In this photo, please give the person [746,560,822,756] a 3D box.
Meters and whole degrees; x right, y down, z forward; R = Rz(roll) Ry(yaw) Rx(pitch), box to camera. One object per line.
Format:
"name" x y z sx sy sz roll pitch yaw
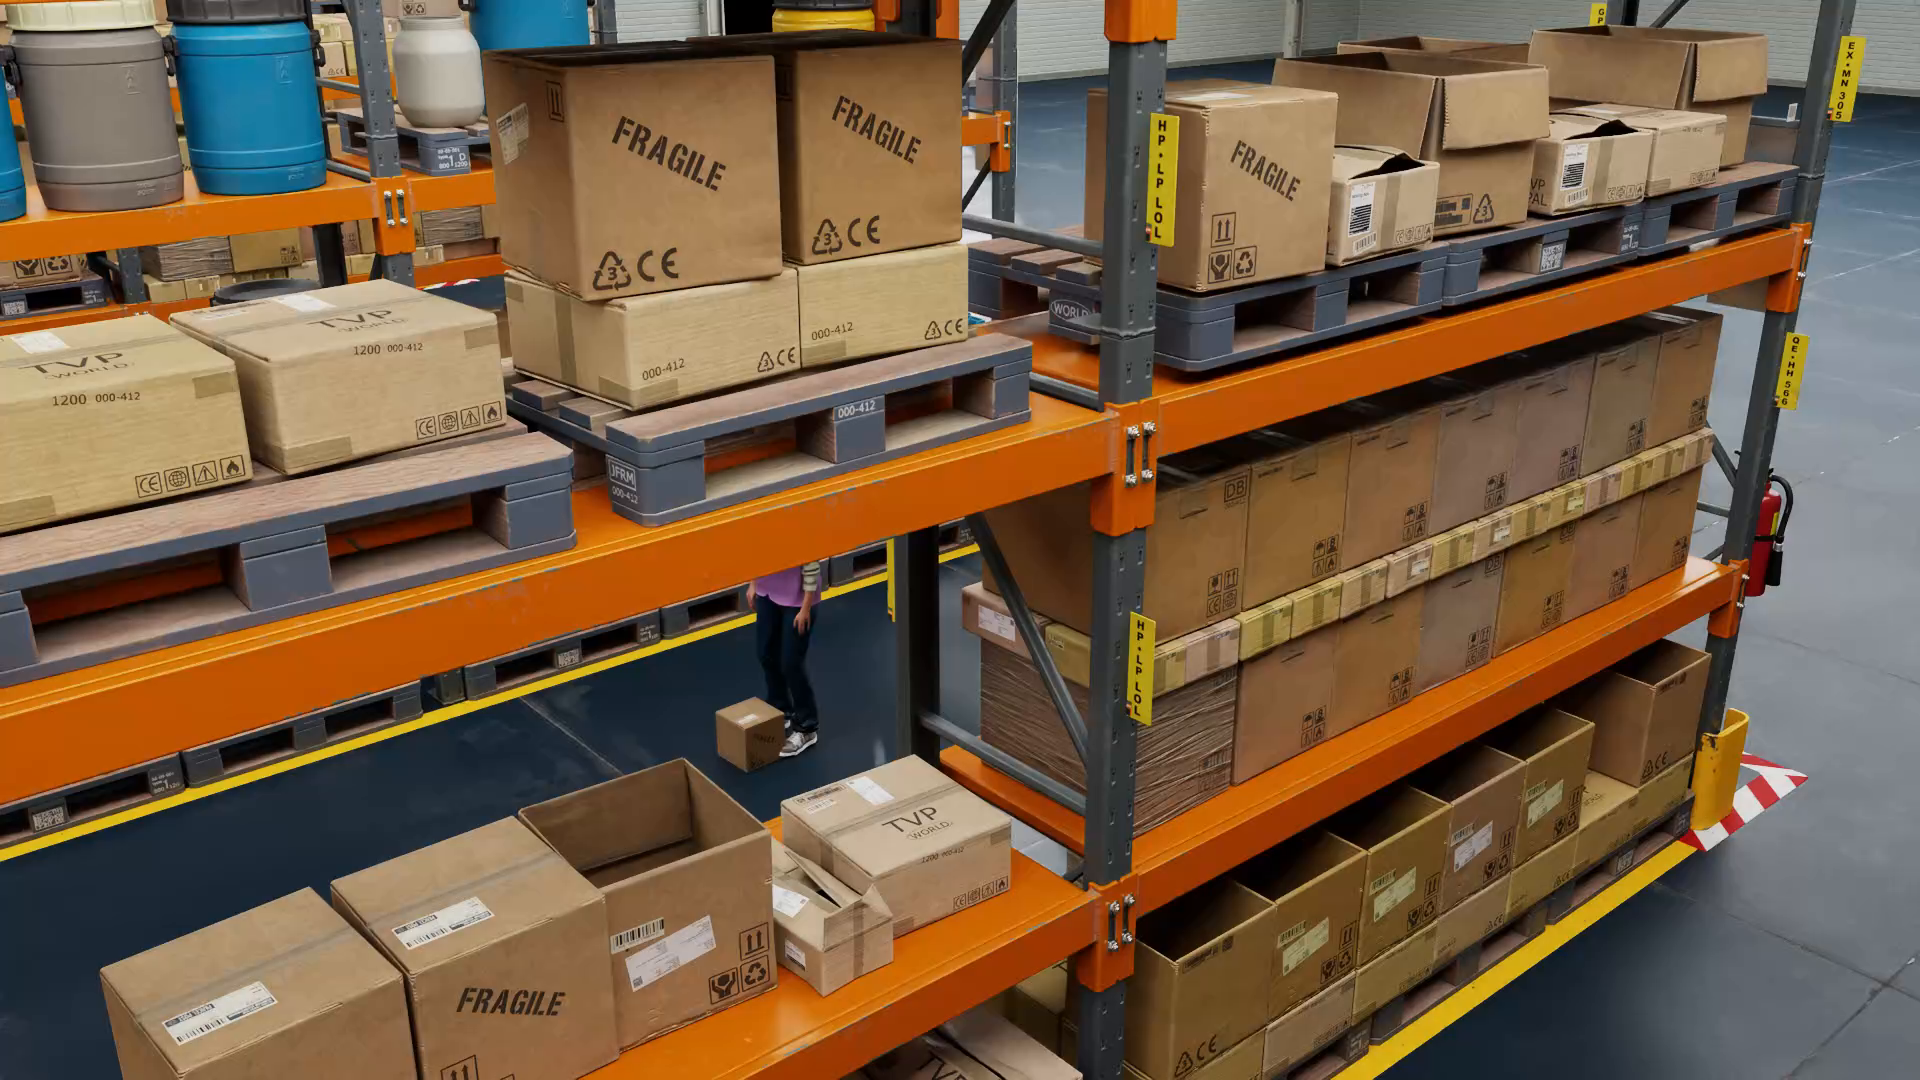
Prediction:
"person" -0.881 0.301 8.325 0.340 1.594 0.484 -19 28 -40
